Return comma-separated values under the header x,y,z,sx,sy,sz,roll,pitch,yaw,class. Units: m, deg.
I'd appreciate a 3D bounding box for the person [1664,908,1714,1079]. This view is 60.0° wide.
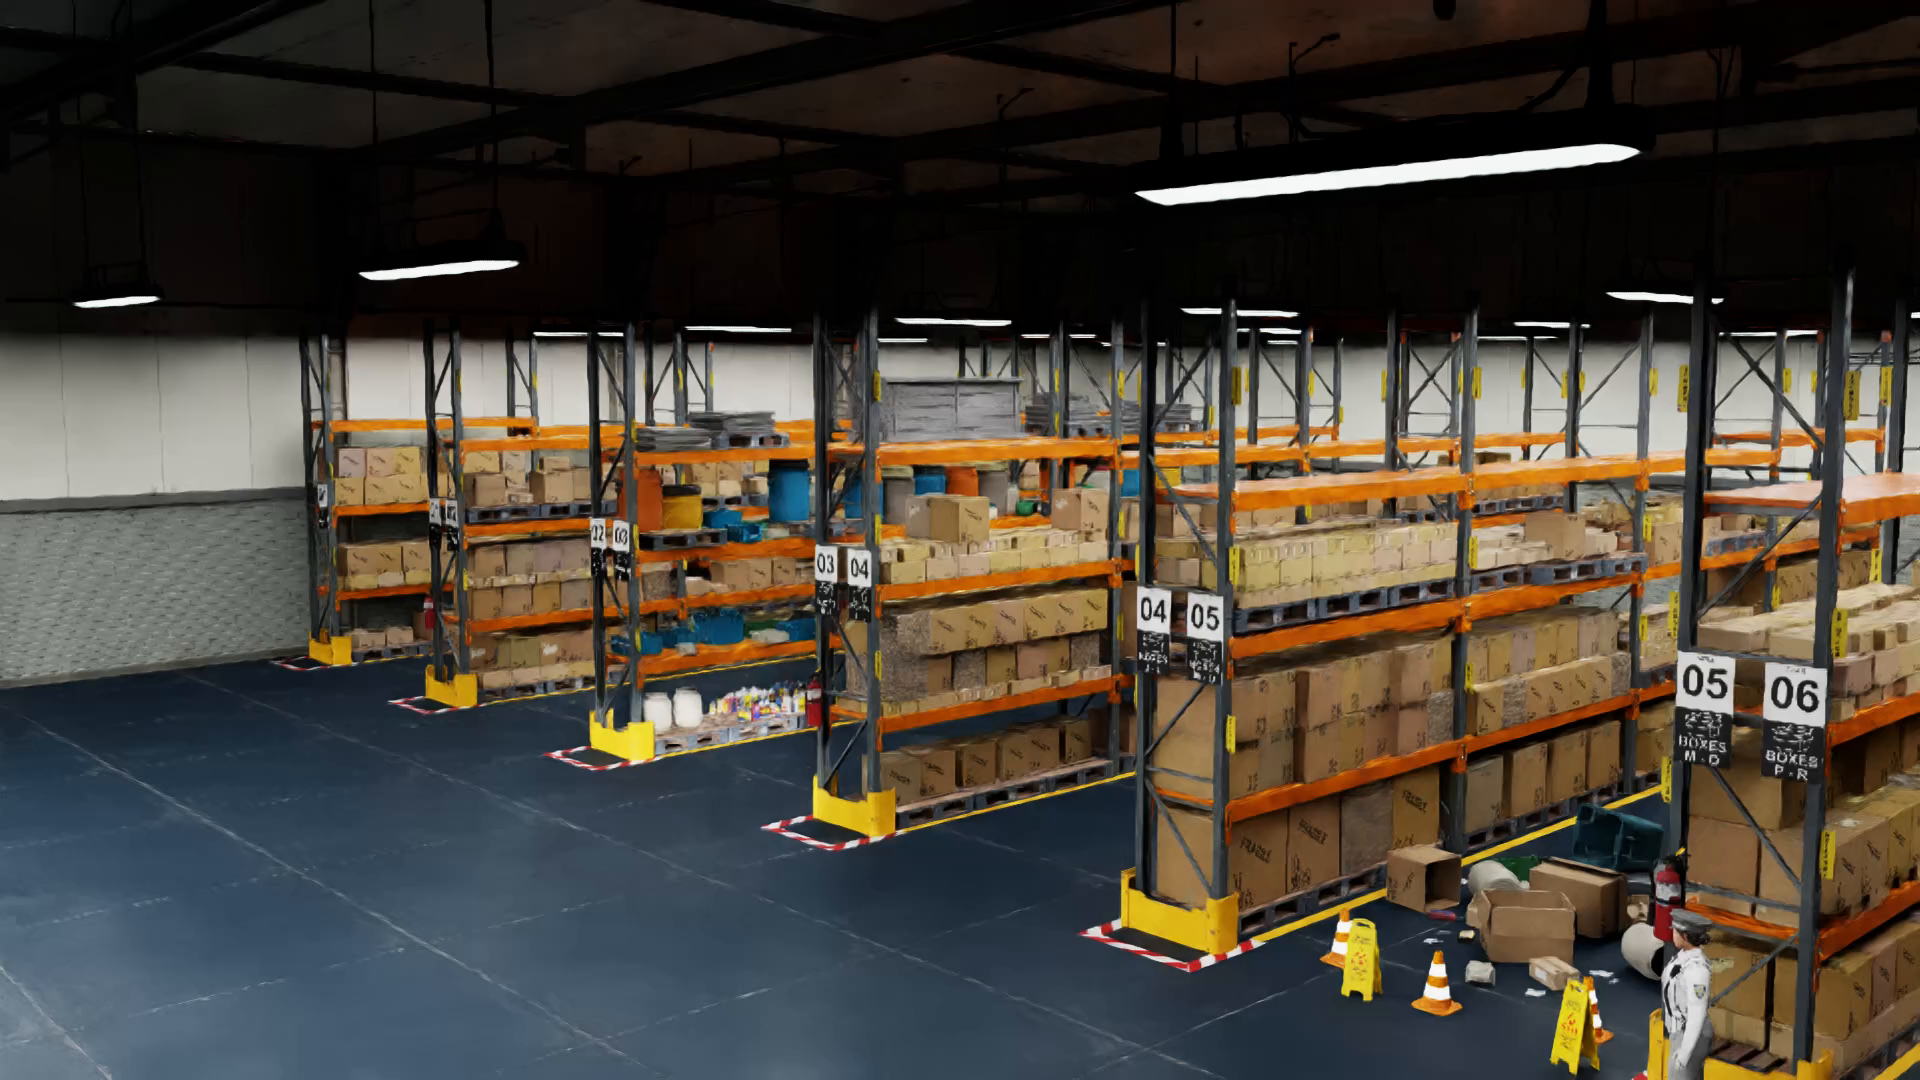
x,y,z,sx,sy,sz,roll,pitch,yaw,class
4.762,3.246,10.781,0.420,1.655,0.623,2,6,15,person
